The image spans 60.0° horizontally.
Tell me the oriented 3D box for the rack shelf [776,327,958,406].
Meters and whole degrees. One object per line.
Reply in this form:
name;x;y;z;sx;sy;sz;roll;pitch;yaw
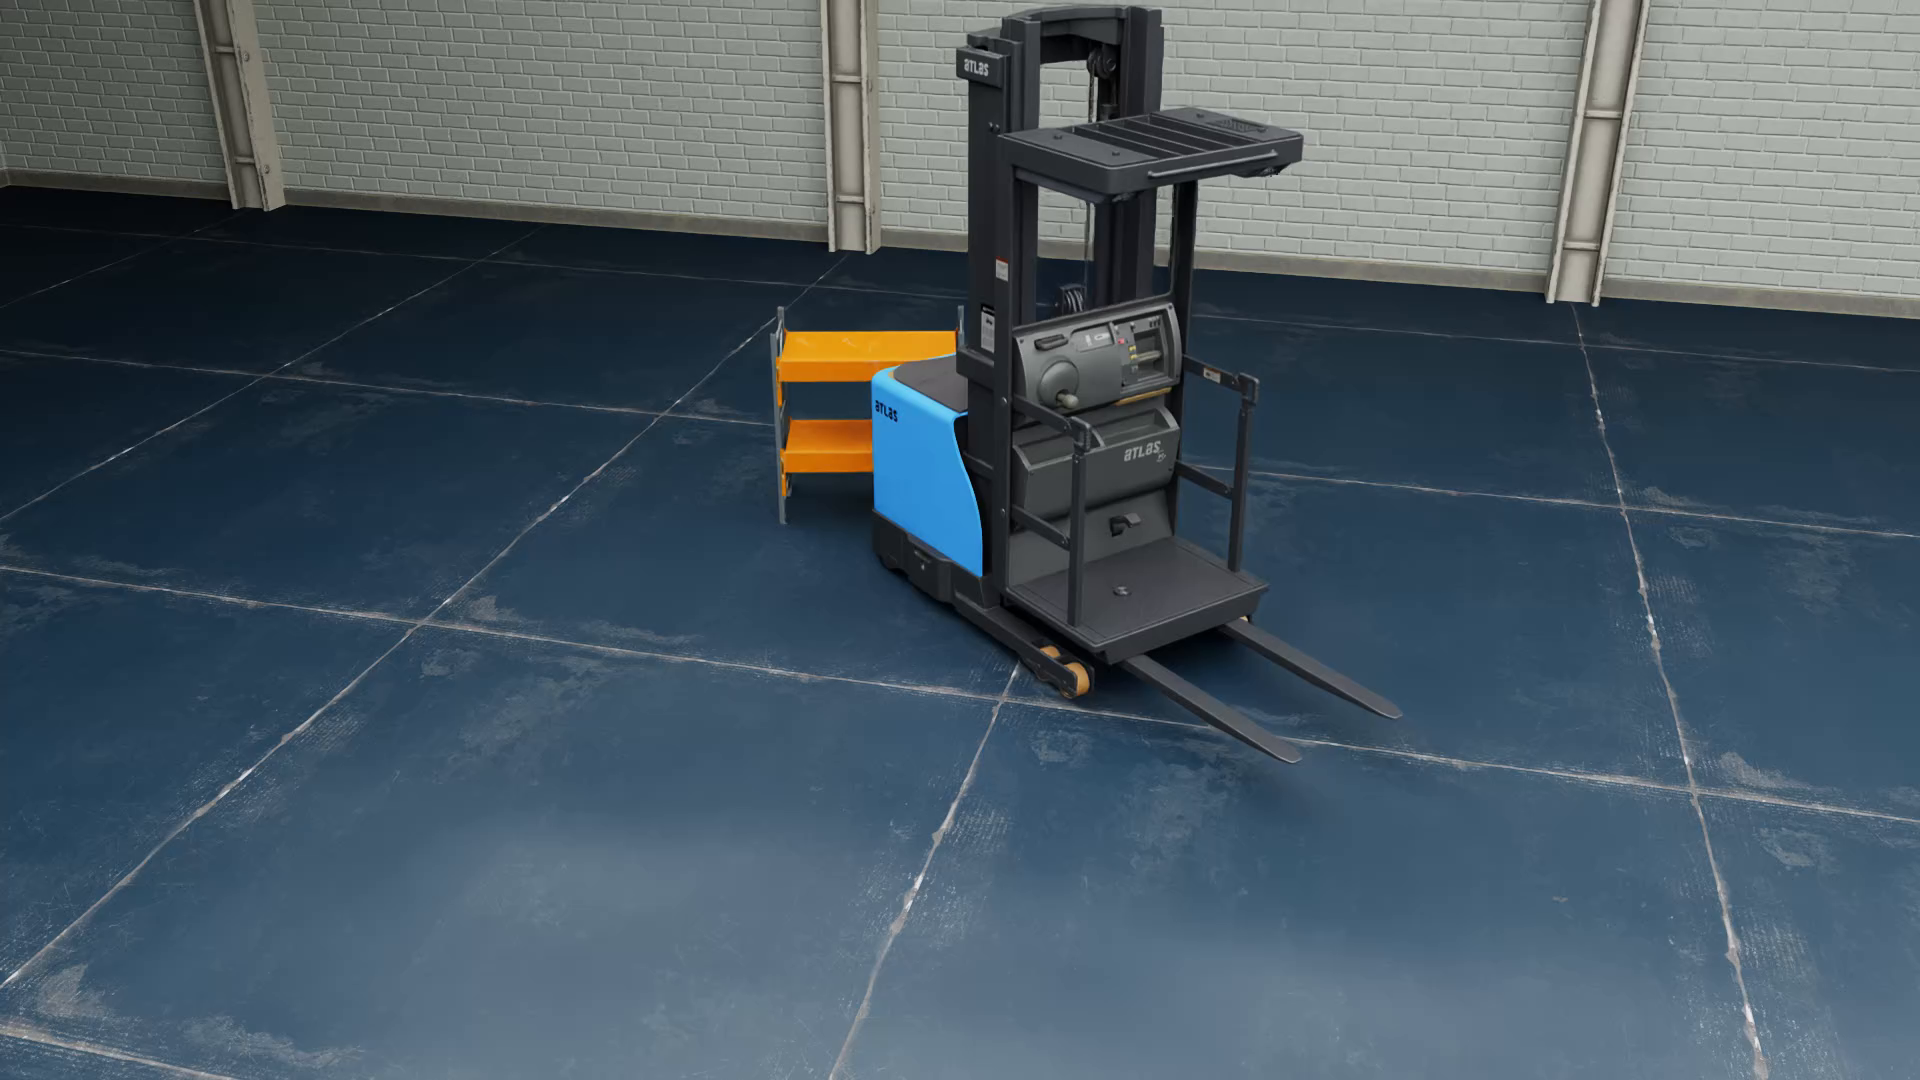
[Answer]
rack shelf;-0.502;-0.974;9.306;1.000;0.278;0.538;0;25;-1

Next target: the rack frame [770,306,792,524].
rack frame;-1.011;-0.706;9.424;0.032;1.125;0.500;0;25;-1

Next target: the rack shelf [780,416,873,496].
rack shelf;-0.502;-0.489;9.537;1.000;0.278;0.538;0;25;-1

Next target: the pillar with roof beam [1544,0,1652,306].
pillar with roof beam;3.816;-4.199;7.601;0.400;9.000;9.100;6;26;13

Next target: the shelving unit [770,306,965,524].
shelving unit;-0.502;-0.709;9.431;1.048;1.125;0.538;0;25;-1

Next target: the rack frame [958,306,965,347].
rack frame;0.006;-0.713;9.438;0.032;1.125;0.500;0;25;-1

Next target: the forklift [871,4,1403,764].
forklift;0.775;-0.824;7.570;1.130;2.935;3.031;-17;30;-31

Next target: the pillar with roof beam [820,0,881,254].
pillar with roof beam;-1.995;-4.841;8.950;0.400;9.000;9.100;6;26;13

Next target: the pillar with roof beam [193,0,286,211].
pillar with roof beam;-7.806;-5.484;10.300;0.400;9.000;9.100;6;26;13
